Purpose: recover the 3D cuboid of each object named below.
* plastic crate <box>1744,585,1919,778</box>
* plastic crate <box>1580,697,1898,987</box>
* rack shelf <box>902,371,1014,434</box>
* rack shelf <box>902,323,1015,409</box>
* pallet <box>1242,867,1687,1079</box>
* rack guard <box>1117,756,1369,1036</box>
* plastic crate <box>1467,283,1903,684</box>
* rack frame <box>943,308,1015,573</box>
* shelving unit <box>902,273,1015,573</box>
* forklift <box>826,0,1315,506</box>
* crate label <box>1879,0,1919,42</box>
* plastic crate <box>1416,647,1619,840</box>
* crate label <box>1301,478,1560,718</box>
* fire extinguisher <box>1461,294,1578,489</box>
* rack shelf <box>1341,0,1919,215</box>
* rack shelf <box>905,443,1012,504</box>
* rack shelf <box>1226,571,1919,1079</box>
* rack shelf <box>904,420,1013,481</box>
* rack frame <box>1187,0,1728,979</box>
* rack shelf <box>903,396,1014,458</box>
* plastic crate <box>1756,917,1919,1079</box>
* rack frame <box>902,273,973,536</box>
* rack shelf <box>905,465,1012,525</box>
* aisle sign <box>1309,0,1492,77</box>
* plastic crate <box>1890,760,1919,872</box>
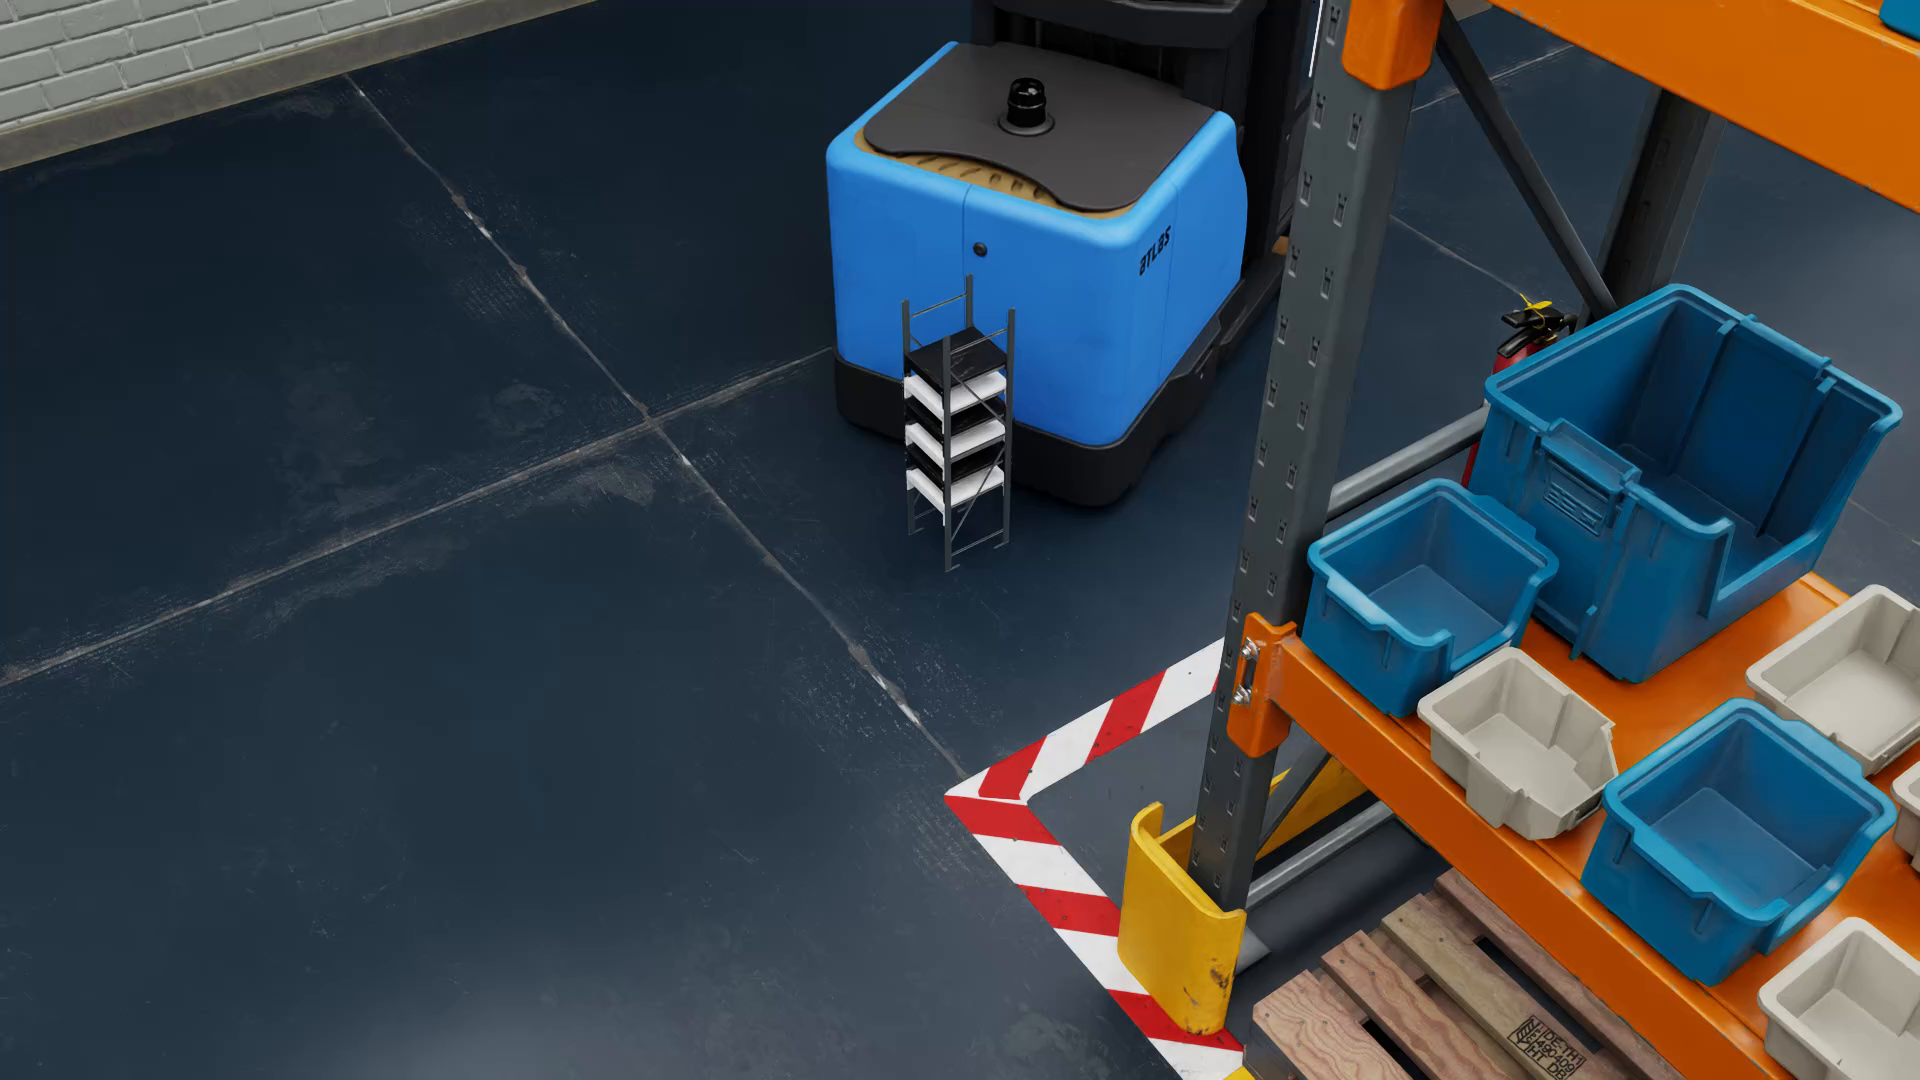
[{"bbox_3d":[1.586,0.271,2.942,0.396,0.136,0.243,-26,49,-24],"label":"plastic crate"},{"bbox_3d":[1.218,0.488,2.644,0.416,0.233,0.300,-26,49,-24],"label":"plastic crate"},{"bbox_3d":[-0.005,-0.436,4.843,0.258,0.077,0.200,-26,49,-24],"label":"rack shelf"},{"bbox_3d":[-0.005,-0.501,4.781,0.258,0.077,0.200,-26,49,-24],"label":"rack shelf"},{"bbox_3d":[1.411,1.298,3.738,1.003,0.211,1.213,-26,49,-24],"label":"pallet"},{"bbox_3d":[0.946,0.702,4.152,1.175,0.500,0.348,-26,49,-24],"label":"rack guard"},{"bbox_3d":[1.315,-0.112,3.126,0.616,0.435,0.499,-26,49,-24],"label":"plastic crate"},{"bbox_3d":[0.054,-0.273,4.884,0.240,0.900,0.006,-26,49,-24],"label":"rack frame"},{"bbox_3d":[-0.005,-0.330,4.944,0.258,0.900,0.210,-26,49,-24],"label":"shelving unit"},{"bbox_3d":[0.738,-2.177,5.408,1.130,2.935,3.031,21,47,21],"label":"forklift"},{"bbox_3d":[1.233,-0.574,1.615,0.408,0.251,0.502,-26,49,-24],"label":"crate label"},{"bbox_3d":[0.957,0.365,2.843,0.250,0.136,0.298,-26,49,-24],"label":"plastic crate"},{"bbox_3d":[0.842,0.115,3.035,0.416,0.233,0.303,-26,49,-24],"label":"crate label"},{"bbox_3d":[1.257,-0.295,3.713,0.296,0.674,0.183,-26,49,-24],"label":"fire extinguisher"},{"bbox_3d":[2.115,0.115,1.306,1.077,0.370,4.000,-26,49,-24],"label":"rack shelf"},{"bbox_3d":[-0.005,-0.241,5.029,0.258,0.077,0.200,-26,49,-24],"label":"rack shelf"},{"bbox_3d":[2.115,1.200,2.342,1.077,0.370,4.000,-26,49,-24],"label":"rack shelf"},{"bbox_3d":[-0.005,-0.306,4.967,0.258,0.077,0.200,-26,49,-24],"label":"rack shelf"},{"bbox_3d":[0.971,-0.193,3.280,1.000,3.000,0.127,-26,49,-24],"label":"rack frame"},{"bbox_3d":[-0.005,-0.371,4.905,0.258,0.077,0.200,-26,49,-24],"label":"rack shelf"},{"bbox_3d":[1.345,0.749,2.441,0.250,0.136,0.298,-26,49,-24],"label":"plastic crate"},{"bbox_3d":[-0.063,-0.388,5.004,0.240,0.900,0.006,-26,49,-24],"label":"rack frame"},{"bbox_3d":[-0.005,-0.176,5.091,0.258,0.077,0.200,-26,49,-24],"label":"rack shelf"},{"bbox_3d":[0.686,-1.057,2.302,0.394,0.787,0.004,-26,49,-24],"label":"aisle sign"},{"bbox_3d":[1.740,0.441,2.764,0.396,0.136,0.243,-26,49,-24],"label":"plastic crate"}]
